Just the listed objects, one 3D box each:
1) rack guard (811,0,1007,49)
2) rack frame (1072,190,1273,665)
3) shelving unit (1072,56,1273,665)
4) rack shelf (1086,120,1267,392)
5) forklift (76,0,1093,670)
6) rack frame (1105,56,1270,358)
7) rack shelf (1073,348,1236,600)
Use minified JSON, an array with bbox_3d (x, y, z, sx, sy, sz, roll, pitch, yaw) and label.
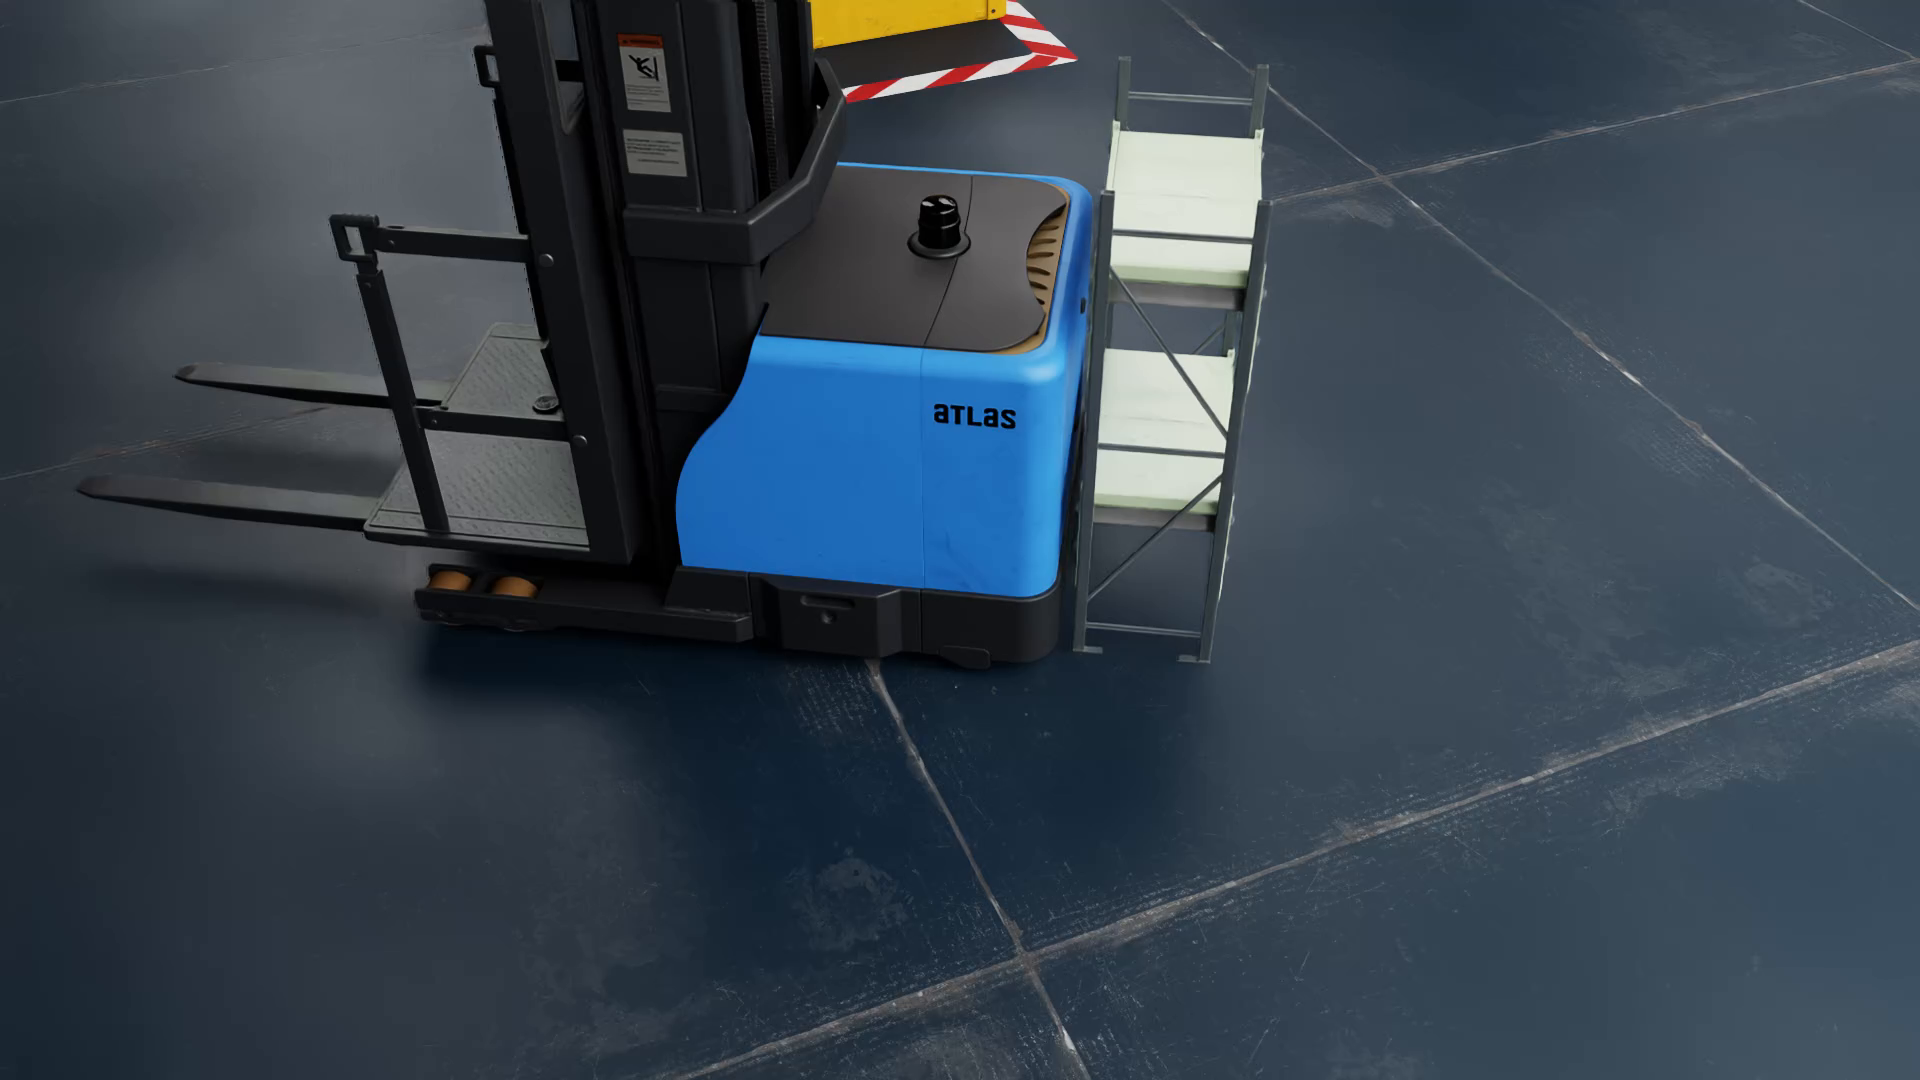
[{"bbox_3d":[-0.354,-2.758,8.074,1.175,0.500,0.348,-15,43,-17],"label":"rack guard"},{"bbox_3d":[0.528,-0.231,4.368,0.400,1.500,0.023,5,41,6],"label":"rack frame"},{"bbox_3d":[0.575,-0.467,4.643,0.431,1.500,0.755,5,41,6],"label":"shelving unit"},{"bbox_3d":[0.575,-0.763,4.389,0.431,0.370,0.720,5,41,6],"label":"rack shelf"},{"bbox_3d":[-1.161,-1.174,4.367,3.031,2.935,1.130,5,41,6],"label":"forklift"},{"bbox_3d":[0.623,-0.704,4.918,0.400,1.500,0.023,5,41,6],"label":"rack frame"},{"bbox_3d":[0.575,-0.220,4.856,0.431,0.370,0.720,5,41,6],"label":"rack shelf"}]
